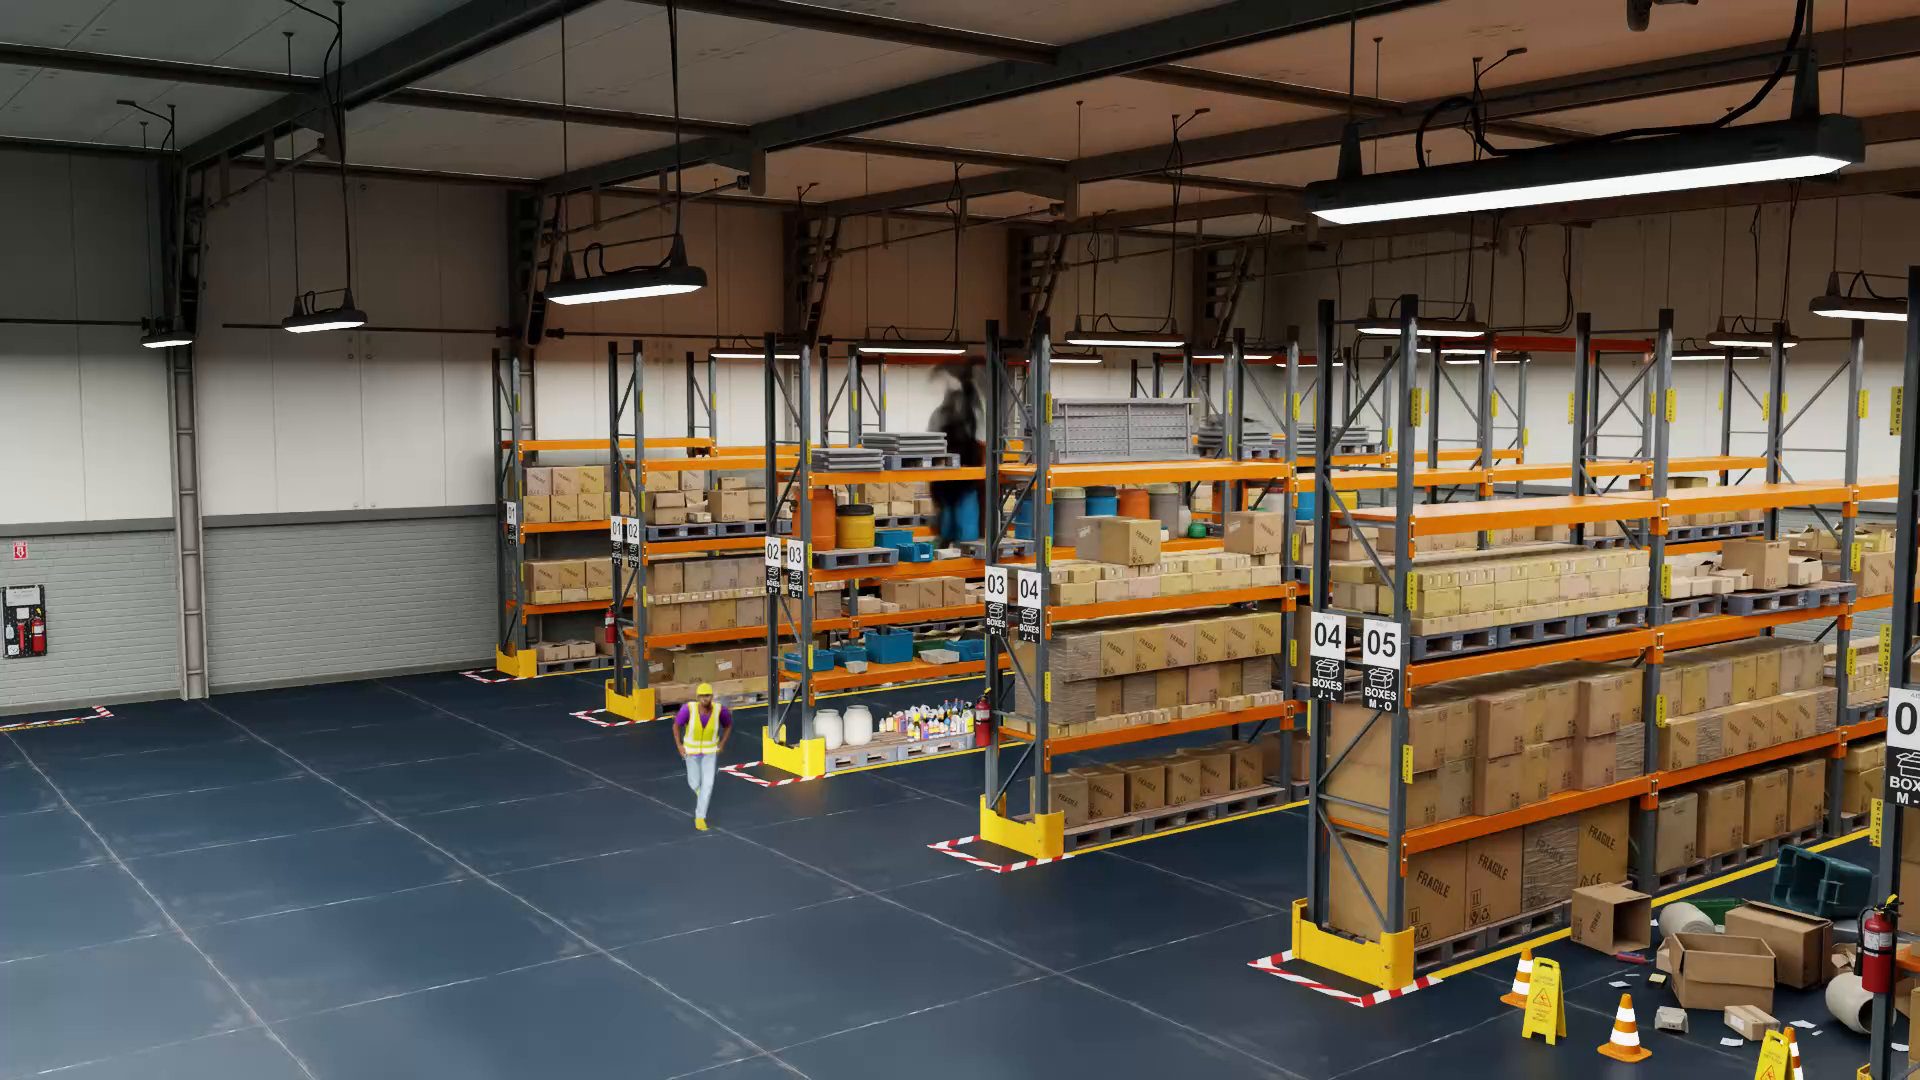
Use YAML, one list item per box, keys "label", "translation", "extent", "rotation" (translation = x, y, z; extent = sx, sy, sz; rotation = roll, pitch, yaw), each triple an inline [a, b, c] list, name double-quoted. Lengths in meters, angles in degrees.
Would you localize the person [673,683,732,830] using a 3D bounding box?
- label: "person"
  translation: [-3.105, 2.514, 20.087]
  extent: [0.709, 1.641, 0.866]
  rotation: [-1, 5, -8]
